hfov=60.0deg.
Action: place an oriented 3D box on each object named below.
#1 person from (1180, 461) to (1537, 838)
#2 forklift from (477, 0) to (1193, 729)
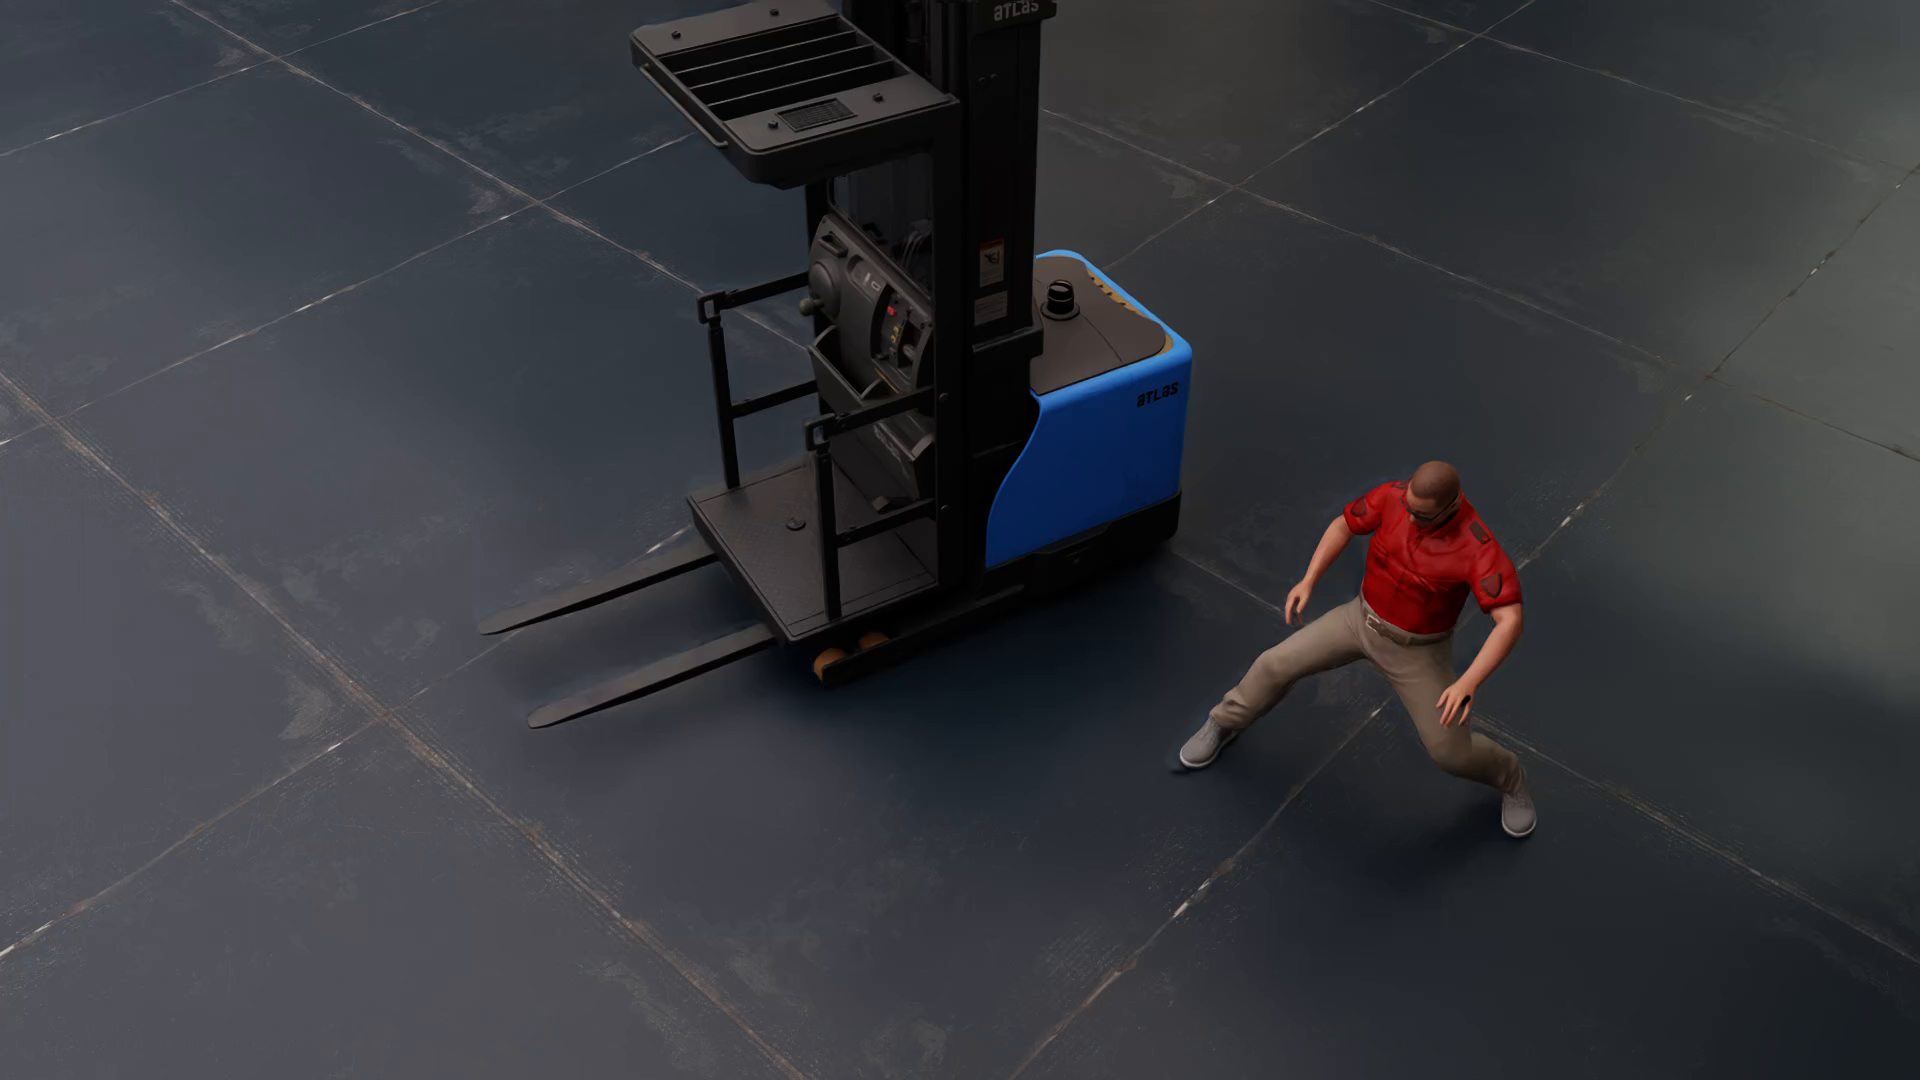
[{"bbox_3d":[1.581,0.387,6.064,1.002,1.548,1.148,-27,47,-28],"label":"person"},{"bbox_3d":[-0.536,-0.893,6.470,3.031,2.935,1.130,-21,45,-23],"label":"forklift"}]
